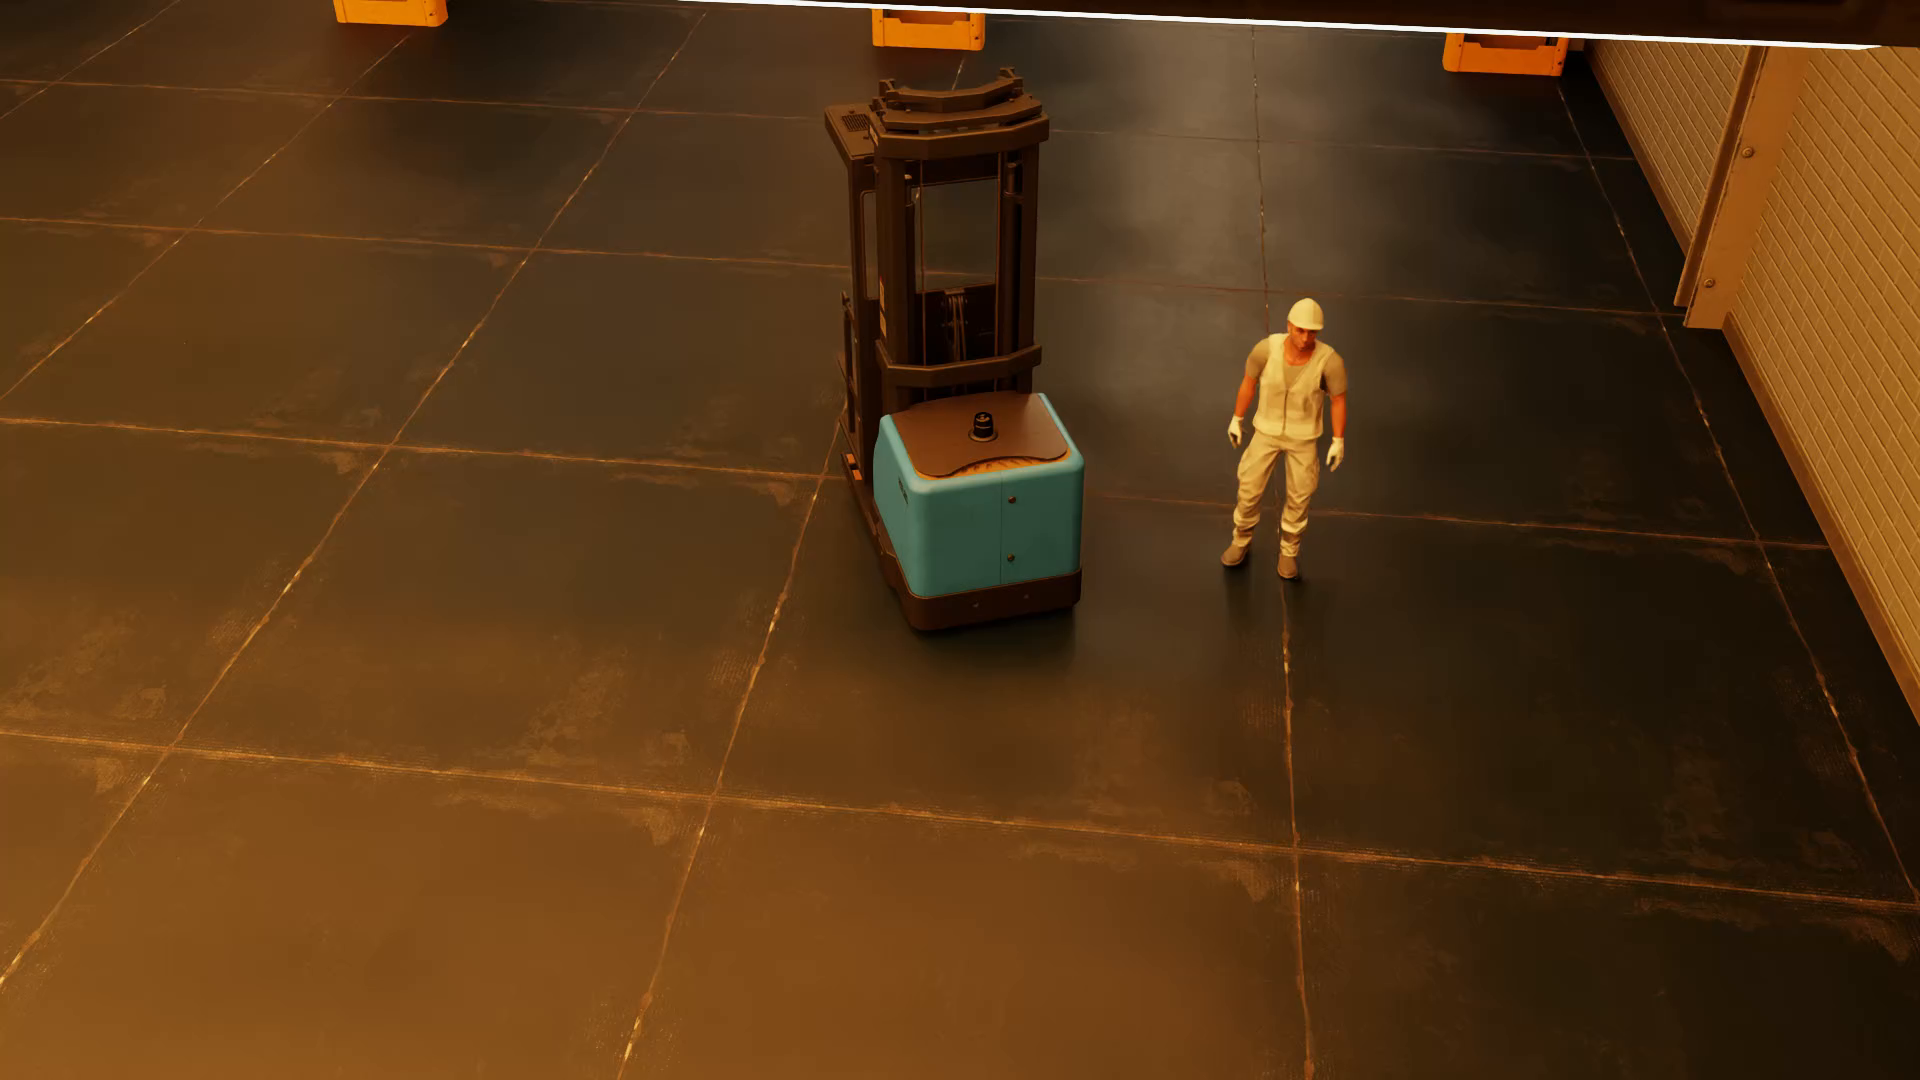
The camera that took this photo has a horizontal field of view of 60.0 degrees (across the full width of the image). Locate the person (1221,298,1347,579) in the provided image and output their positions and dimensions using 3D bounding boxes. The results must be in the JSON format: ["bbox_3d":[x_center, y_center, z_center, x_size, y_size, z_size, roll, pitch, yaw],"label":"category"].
[{"bbox_3d":[1.919,-0.592,9.802,0.694,1.785,0.459,11,38,14],"label":"person"}]

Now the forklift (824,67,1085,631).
[{"bbox_3d":[-0.159,-1.528,10.103,1.130,2.935,3.031,-9,37,-12],"label":"forklift"}]
